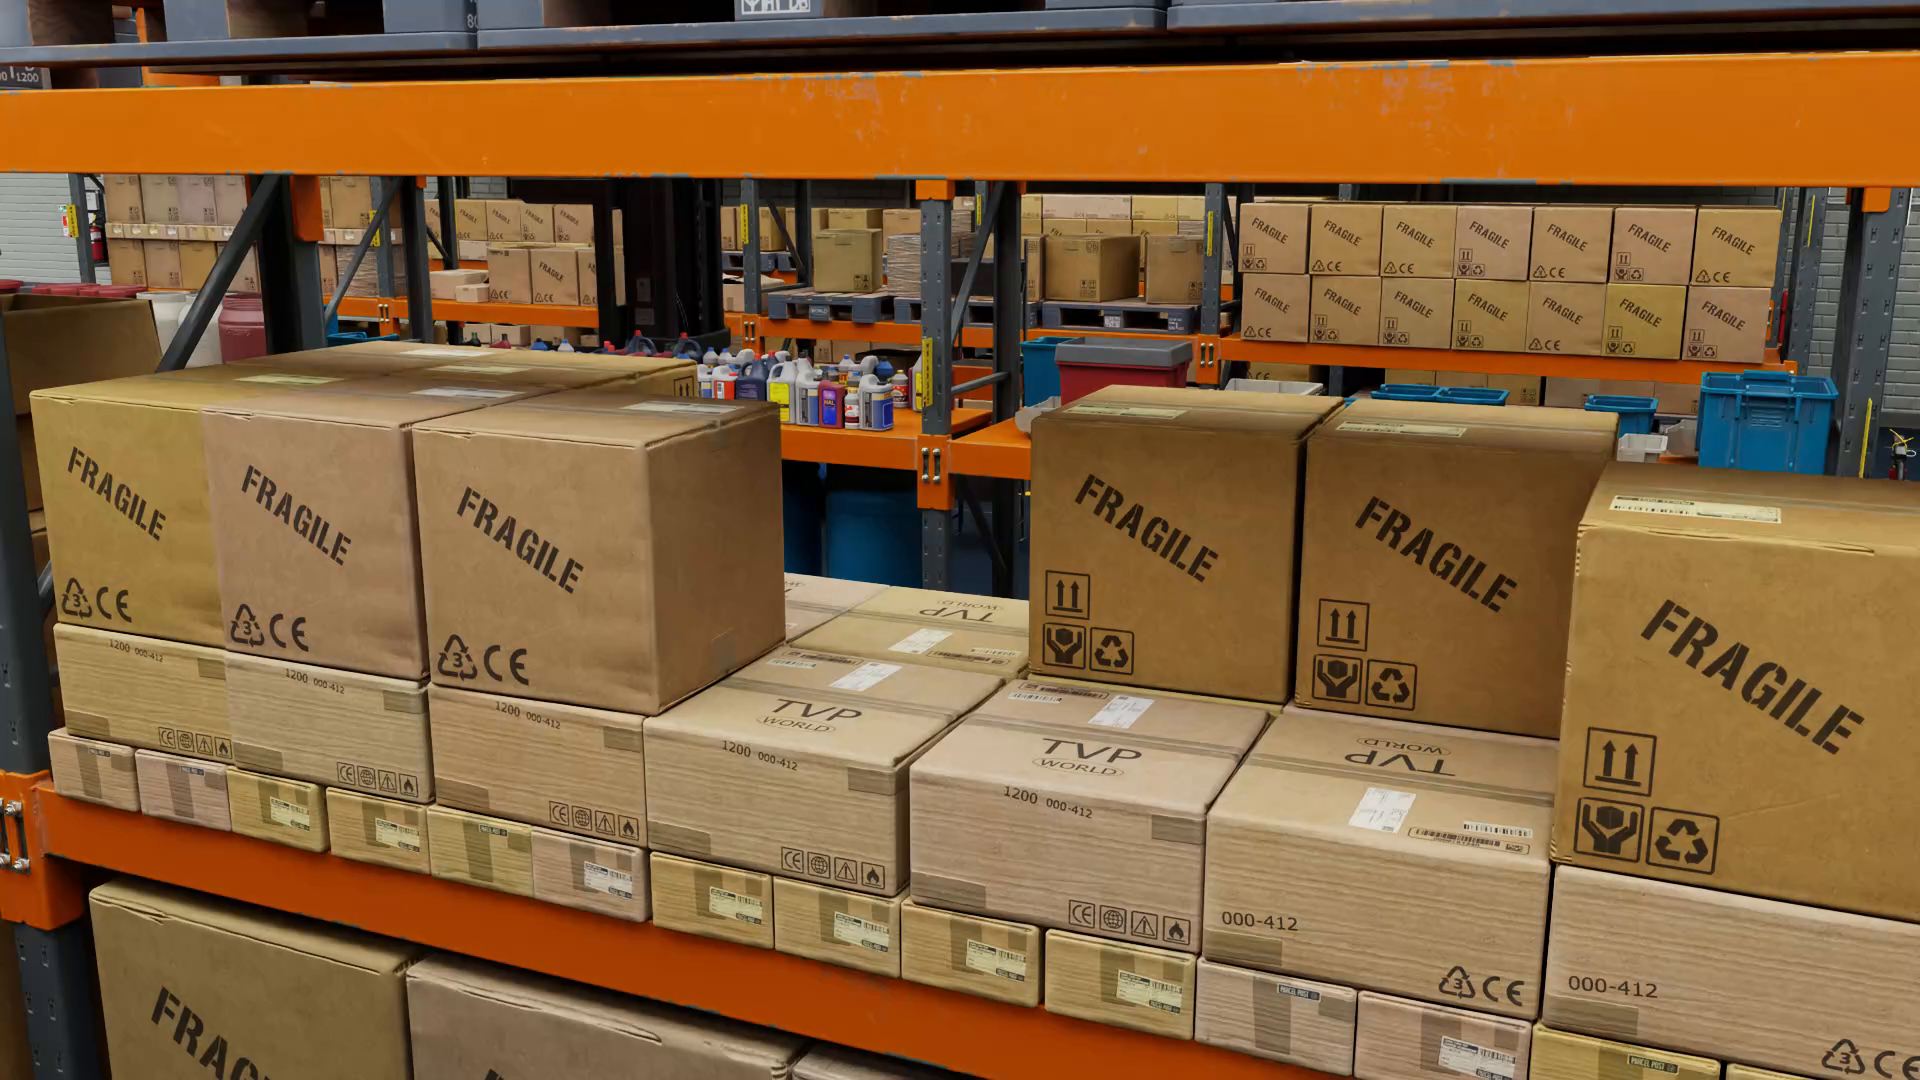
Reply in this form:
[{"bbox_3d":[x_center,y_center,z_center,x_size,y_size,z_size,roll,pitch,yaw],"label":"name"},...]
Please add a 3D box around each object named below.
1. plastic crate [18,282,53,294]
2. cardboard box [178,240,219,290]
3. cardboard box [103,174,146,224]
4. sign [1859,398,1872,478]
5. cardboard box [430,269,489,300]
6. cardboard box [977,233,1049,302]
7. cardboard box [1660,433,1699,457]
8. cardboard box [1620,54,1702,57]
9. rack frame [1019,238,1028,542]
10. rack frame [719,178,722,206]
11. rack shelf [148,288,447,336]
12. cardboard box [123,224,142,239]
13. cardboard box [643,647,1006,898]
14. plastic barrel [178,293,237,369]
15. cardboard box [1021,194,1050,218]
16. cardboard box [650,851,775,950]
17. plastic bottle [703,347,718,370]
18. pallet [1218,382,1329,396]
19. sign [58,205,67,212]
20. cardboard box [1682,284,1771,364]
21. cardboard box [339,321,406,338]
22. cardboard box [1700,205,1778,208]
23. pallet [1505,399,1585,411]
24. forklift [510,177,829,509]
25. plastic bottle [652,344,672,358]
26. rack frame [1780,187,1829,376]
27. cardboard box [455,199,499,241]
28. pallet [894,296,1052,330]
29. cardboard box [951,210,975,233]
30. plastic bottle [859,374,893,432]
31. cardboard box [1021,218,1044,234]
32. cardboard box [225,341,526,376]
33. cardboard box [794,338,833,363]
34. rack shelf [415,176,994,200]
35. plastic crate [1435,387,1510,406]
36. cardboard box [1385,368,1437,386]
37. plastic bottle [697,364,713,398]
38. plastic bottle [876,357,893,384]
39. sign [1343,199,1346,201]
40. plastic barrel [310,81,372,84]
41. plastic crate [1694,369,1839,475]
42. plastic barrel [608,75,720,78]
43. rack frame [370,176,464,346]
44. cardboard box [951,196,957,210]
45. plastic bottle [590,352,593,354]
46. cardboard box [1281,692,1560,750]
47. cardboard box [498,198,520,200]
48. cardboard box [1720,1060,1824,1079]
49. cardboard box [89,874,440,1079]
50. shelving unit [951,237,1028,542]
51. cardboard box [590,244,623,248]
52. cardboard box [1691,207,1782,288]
[{"bbox_3d":[-6.680,-1.580,11.782,0.583,0.464,0.402,6,14,23],"label":"plastic crate"},{"bbox_3d":[-7.539,-2.842,17.082,0.500,0.500,0.700,6,14,24],"label":"cardboard box"},{"bbox_3d":[-8.424,-3.564,17.317,0.500,0.500,0.700,6,14,23],"label":"cardboard box"},{"bbox_3d":[3.517,-0.382,6.461,0.005,0.325,0.100,6,14,23],"label":"sign"},{"bbox_3d":[-4.769,-2.455,15.977,0.500,0.250,0.500,7,15,27],"label":"cardboard box"},{"bbox_3d":[0.437,-2.227,13.543,0.500,0.500,0.700,2,13,9],"label":"cardboard box"},{"bbox_3d":[5.138,-0.450,11.614,0.500,0.500,0.500,6,14,23],"label":"cardboard box"},{"bbox_3d":[4.704,-3.125,11.173,0.500,0.250,0.500,6,14,23],"label":"cardboard box"},{"bbox_3d":[0.374,-0.984,11.353,0.015,2.100,0.400,6,14,23],"label":"rack frame"},{"bbox_3d":[-3.234,-3.599,20.526,0.127,3.000,1.000,6,14,23],"label":"rack frame"},{"bbox_3d":[-7.065,-2.399,16.986,4.000,0.370,1.077,6,14,23],"label":"rack shelf"},{"bbox_3d":[-8.380,-3.193,17.159,0.250,0.149,0.380,5,14,22],"label":"cardboard box"},{"bbox_3d":[-0.239,0.412,3.108,0.500,0.250,0.500,6,14,23],"label":"cardboard box"},{"bbox_3d":[-4.616,-1.265,10.333,0.421,0.512,0.421,0,13,0],"label":"plastic barrel"},{"bbox_3d":[0.760,-3.699,18.396,0.500,0.250,0.500,6,15,25],"label":"cardboard box"},{"bbox_3d":[-0.377,0.608,3.147,0.250,0.149,0.380,5,14,22],"label":"cardboard box"},{"bbox_3d":[-1.444,-0.982,9.655,0.097,0.271,0.097,0,13,0],"label":"plastic bottle"},{"bbox_3d":[3.345,-1.557,17.927,1.213,0.211,1.003,6,14,23],"label":"pallet"},{"bbox_3d":[-14.094,-5.223,26.208,0.331,0.109,0.001,6,14,23],"label":"sign"},{"bbox_3d":[5.215,-1.487,11.306,0.500,0.500,0.500,6,15,25],"label":"cardboard box"},{"bbox_3d":[-5.994,-1.948,16.948,0.500,0.500,0.500,6,14,23],"label":"cardboard box"},{"bbox_3d":[5.436,-2.085,11.668,0.500,0.500,0.500,6,15,25],"label":"cardboard box"},{"bbox_3d":[5.864,-1.302,16.841,1.213,0.211,1.003,6,14,23],"label":"pallet"},{"bbox_3d":[-2.548,-1.605,12.180,3.031,2.935,1.130,4,14,18],"label":"forklift"},{"bbox_3d":[-1.735,-1.007,9.734,0.133,0.283,0.061,6,14,23],"label":"plastic bottle"},{"bbox_3d":[5.735,-1.454,11.384,0.127,3.000,1.000,6,14,23],"label":"rack frame"},{"bbox_3d":[-6.128,-4.116,21.373,0.500,0.500,0.500,6,14,23],"label":"cardboard box"},{"bbox_3d":[0.200,-1.921,13.797,1.213,0.211,1.003,6,14,23],"label":"pallet"},{"bbox_3d":[-0.010,-3.533,19.064,0.500,0.500,0.700,4,14,17],"label":"cardboard box"},{"bbox_3d":[-0.423,-0.698,8.435,0.135,0.276,0.152,6,14,23],"label":"plastic bottle"},{"bbox_3d":[0.764,-3.334,18.482,0.500,0.500,0.500,6,15,25],"label":"cardboard box"},{"bbox_3d":[-1.410,-0.205,4.099,0.500,0.500,0.500,6,15,25],"label":"cardboard box"},{"bbox_3d":[-1.611,-2.439,20.090,0.500,0.500,0.700,6,14,24],"label":"cardboard box"},{"bbox_3d":[-1.761,-2.085,9.081,4.000,0.370,1.077,6,14,23],"label":"rack shelf"},{"bbox_3d":[2.429,-0.581,7.898,0.300,0.233,0.416,6,14,23],"label":"plastic crate"},{"bbox_3d":[4.723,-1.756,17.223,0.500,0.500,0.700,6,14,24],"label":"cardboard box"},{"bbox_3d":[-1.342,-0.791,8.831,0.135,0.276,0.152,6,14,23],"label":"plastic bottle"},{"bbox_3d":[-0.419,-0.878,9.213,0.097,0.271,0.097,0,13,0],"label":"plastic bottle"},{"bbox_3d":[3.870,-3.270,16.762,0.005,0.325,0.100,6,14,23],"label":"sign"},{"bbox_3d":[-3.749,-2.767,10.170,0.421,0.512,0.421,0,13,0],"label":"plastic barrel"},{"bbox_3d":[3.343,-0.458,6.931,0.499,0.435,0.616,6,14,23],"label":"plastic crate"},{"bbox_3d":[-1.555,-2.824,8.642,0.708,0.901,0.600,6,14,23],"label":"plastic barrel"},{"bbox_3d":[-5.237,-2.564,16.115,0.127,3.000,1.000,6,14,23],"label":"rack frame"},{"bbox_3d":[-0.204,-3.860,19.036,0.250,0.149,0.380,3,14,14],"label":"cardboard box"},{"bbox_3d":[-2.204,-1.025,9.990,0.097,0.201,0.097,0,13,0],"label":"plastic bottle"},{"bbox_3d":[0.911,0.396,3.179,0.500,0.250,0.500,6,14,23],"label":"cardboard box"},{"bbox_3d":[-5.918,-4.223,21.829,0.500,0.500,0.500,6,14,24],"label":"cardboard box"},{"bbox_3d":[1.260,0.773,2.443,0.250,0.149,0.380,6,15,24],"label":"cardboard box"},{"bbox_3d":[-1.367,1.153,4.008,0.875,0.875,0.875,6,14,23],"label":"cardboard box"},{"bbox_3d":[0.151,-1.007,11.450,0.503,2.100,0.431,6,14,23],"label":"shelving unit"},{"bbox_3d":[-4.242,-3.564,20.662,0.500,0.250,0.500,6,14,23],"label":"cardboard box"},{"bbox_3d":[5.216,-1.973,11.189,0.500,0.500,0.500,6,14,23],"label":"cardboard box"}]
